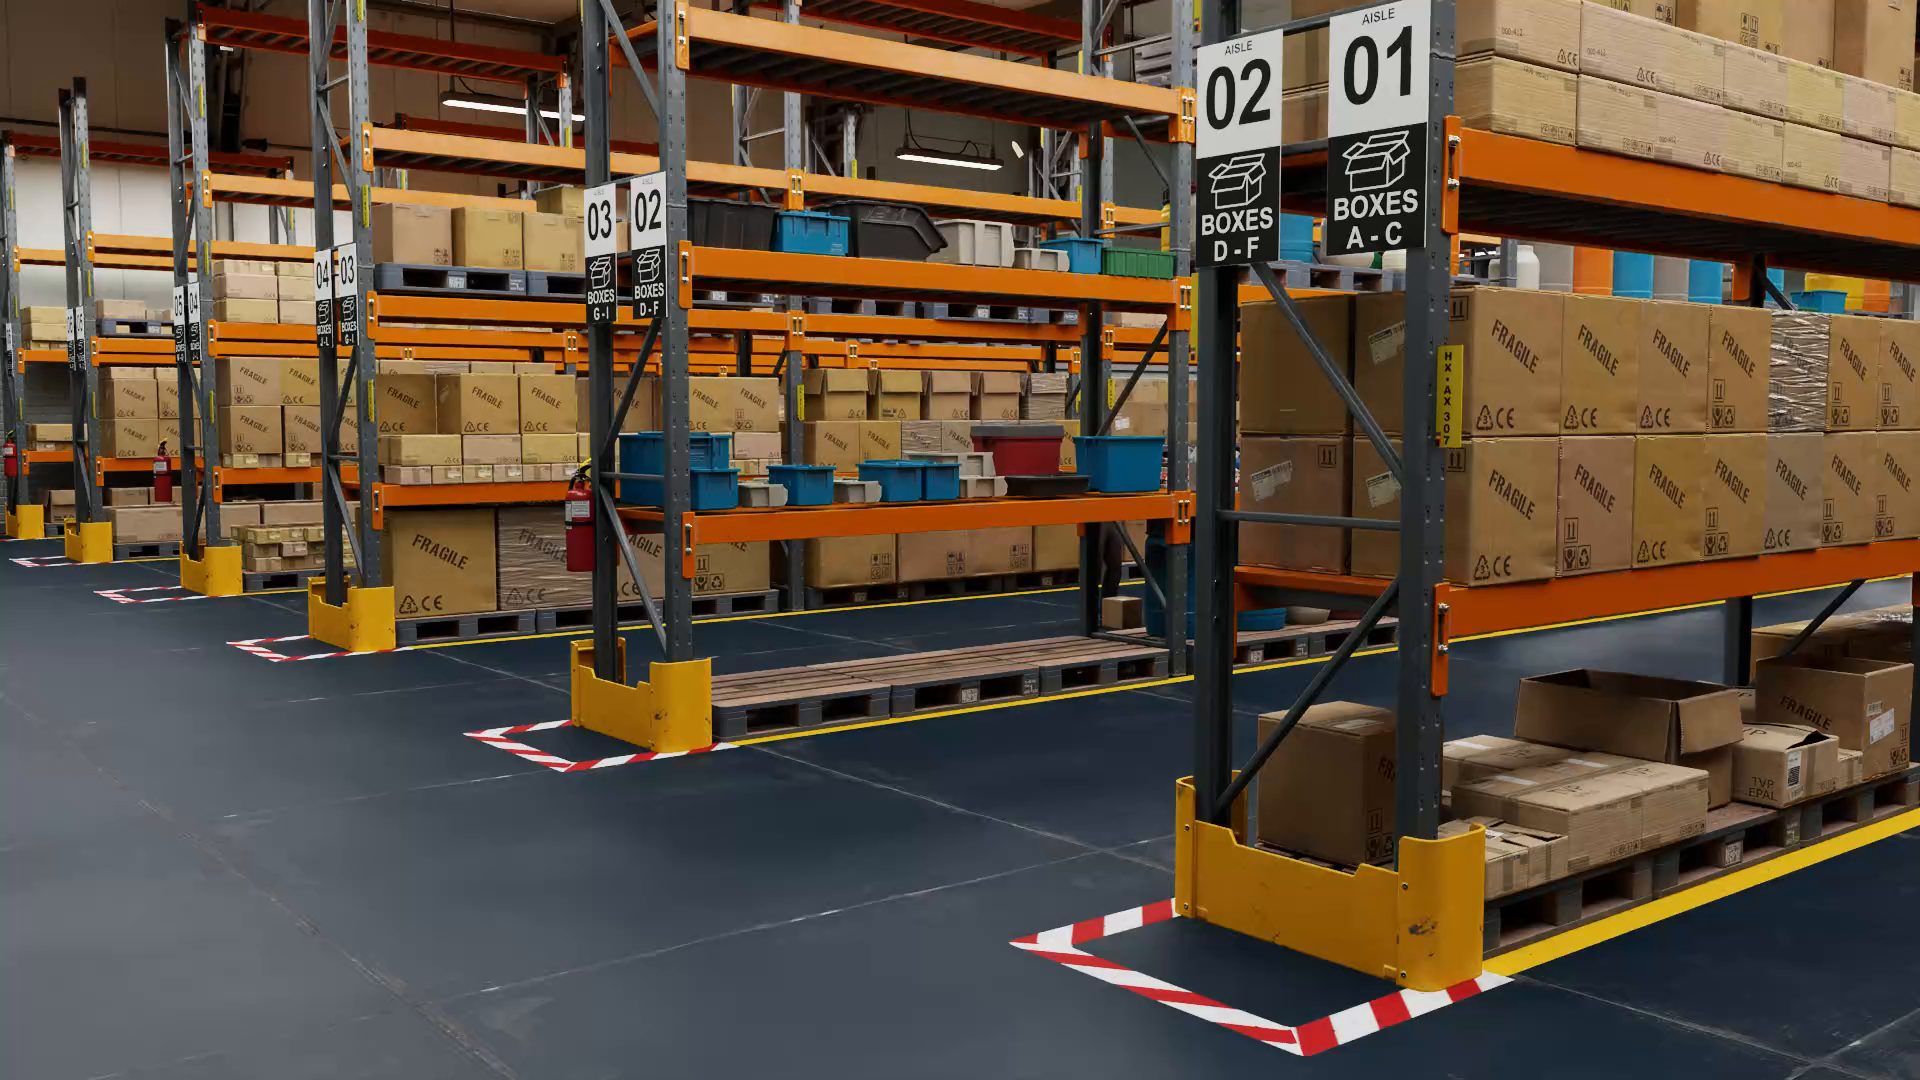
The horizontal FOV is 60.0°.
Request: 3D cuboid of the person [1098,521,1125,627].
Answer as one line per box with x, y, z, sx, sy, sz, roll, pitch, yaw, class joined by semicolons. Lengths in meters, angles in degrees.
1.274;-0.074;14.749;0.518;1.654;0.352;-4;6;-40;person
